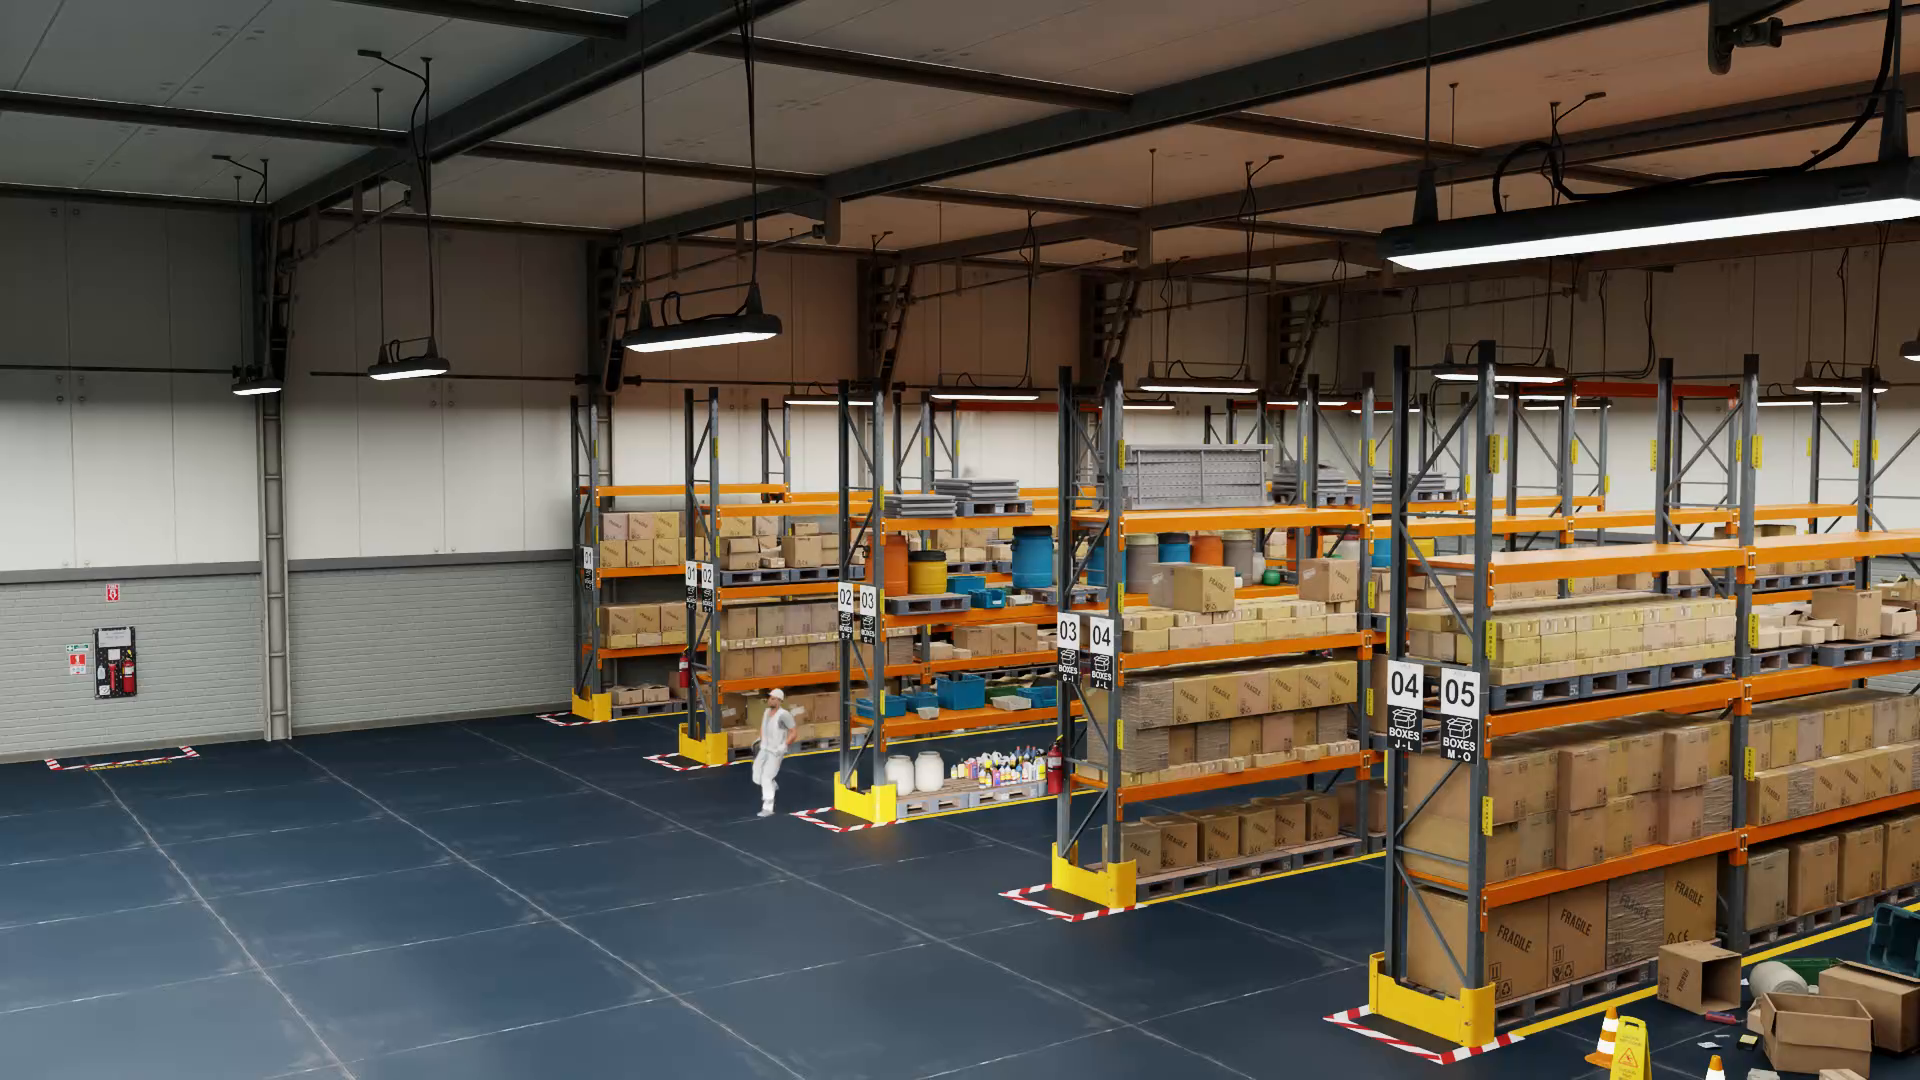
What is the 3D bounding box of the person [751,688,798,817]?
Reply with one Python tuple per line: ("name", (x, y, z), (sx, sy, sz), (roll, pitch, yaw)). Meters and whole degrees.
("person", (-2.579, 2.923, 23.012), (0.715, 1.749, 0.709), (2, 4, 34))
